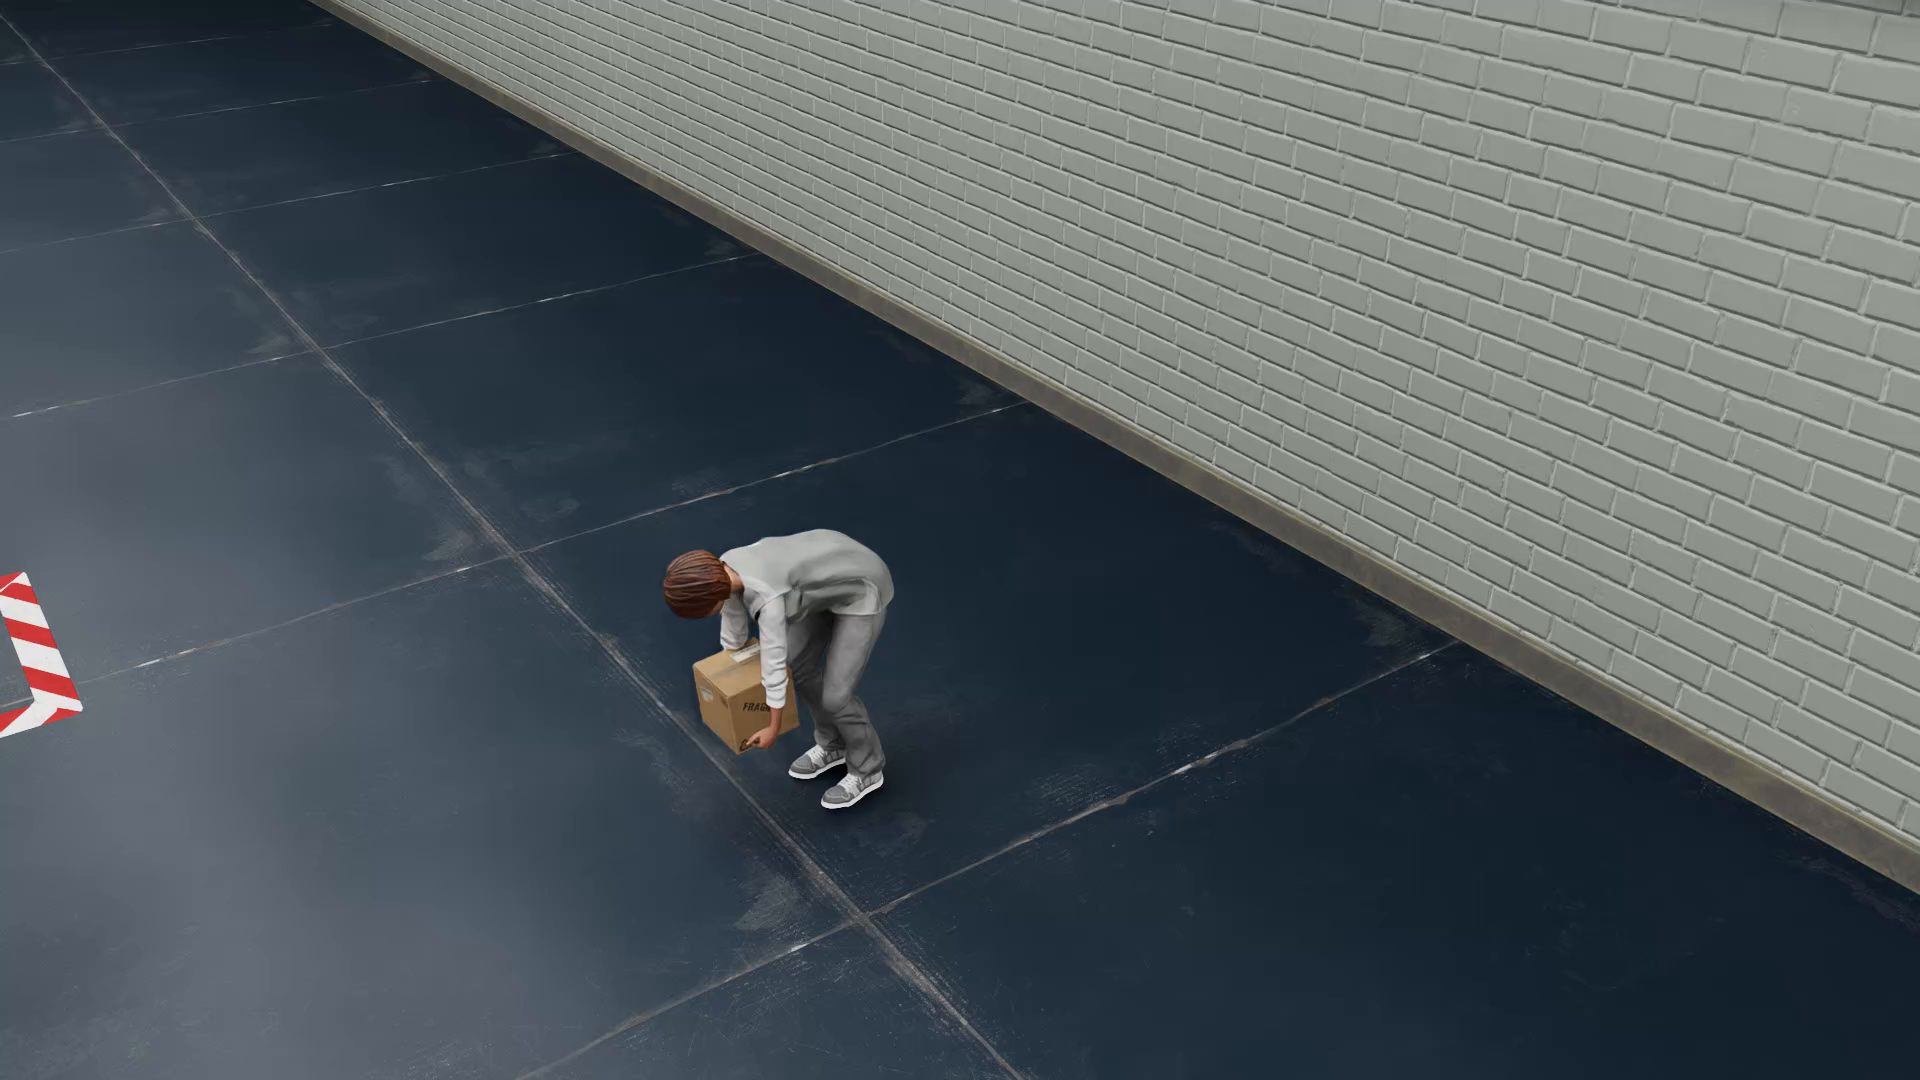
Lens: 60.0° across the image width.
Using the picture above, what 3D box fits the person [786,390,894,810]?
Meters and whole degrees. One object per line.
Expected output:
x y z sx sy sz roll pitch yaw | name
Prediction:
-0.421 0.201 5.787 0.345 1.580 0.475 -21 35 -33 | person
